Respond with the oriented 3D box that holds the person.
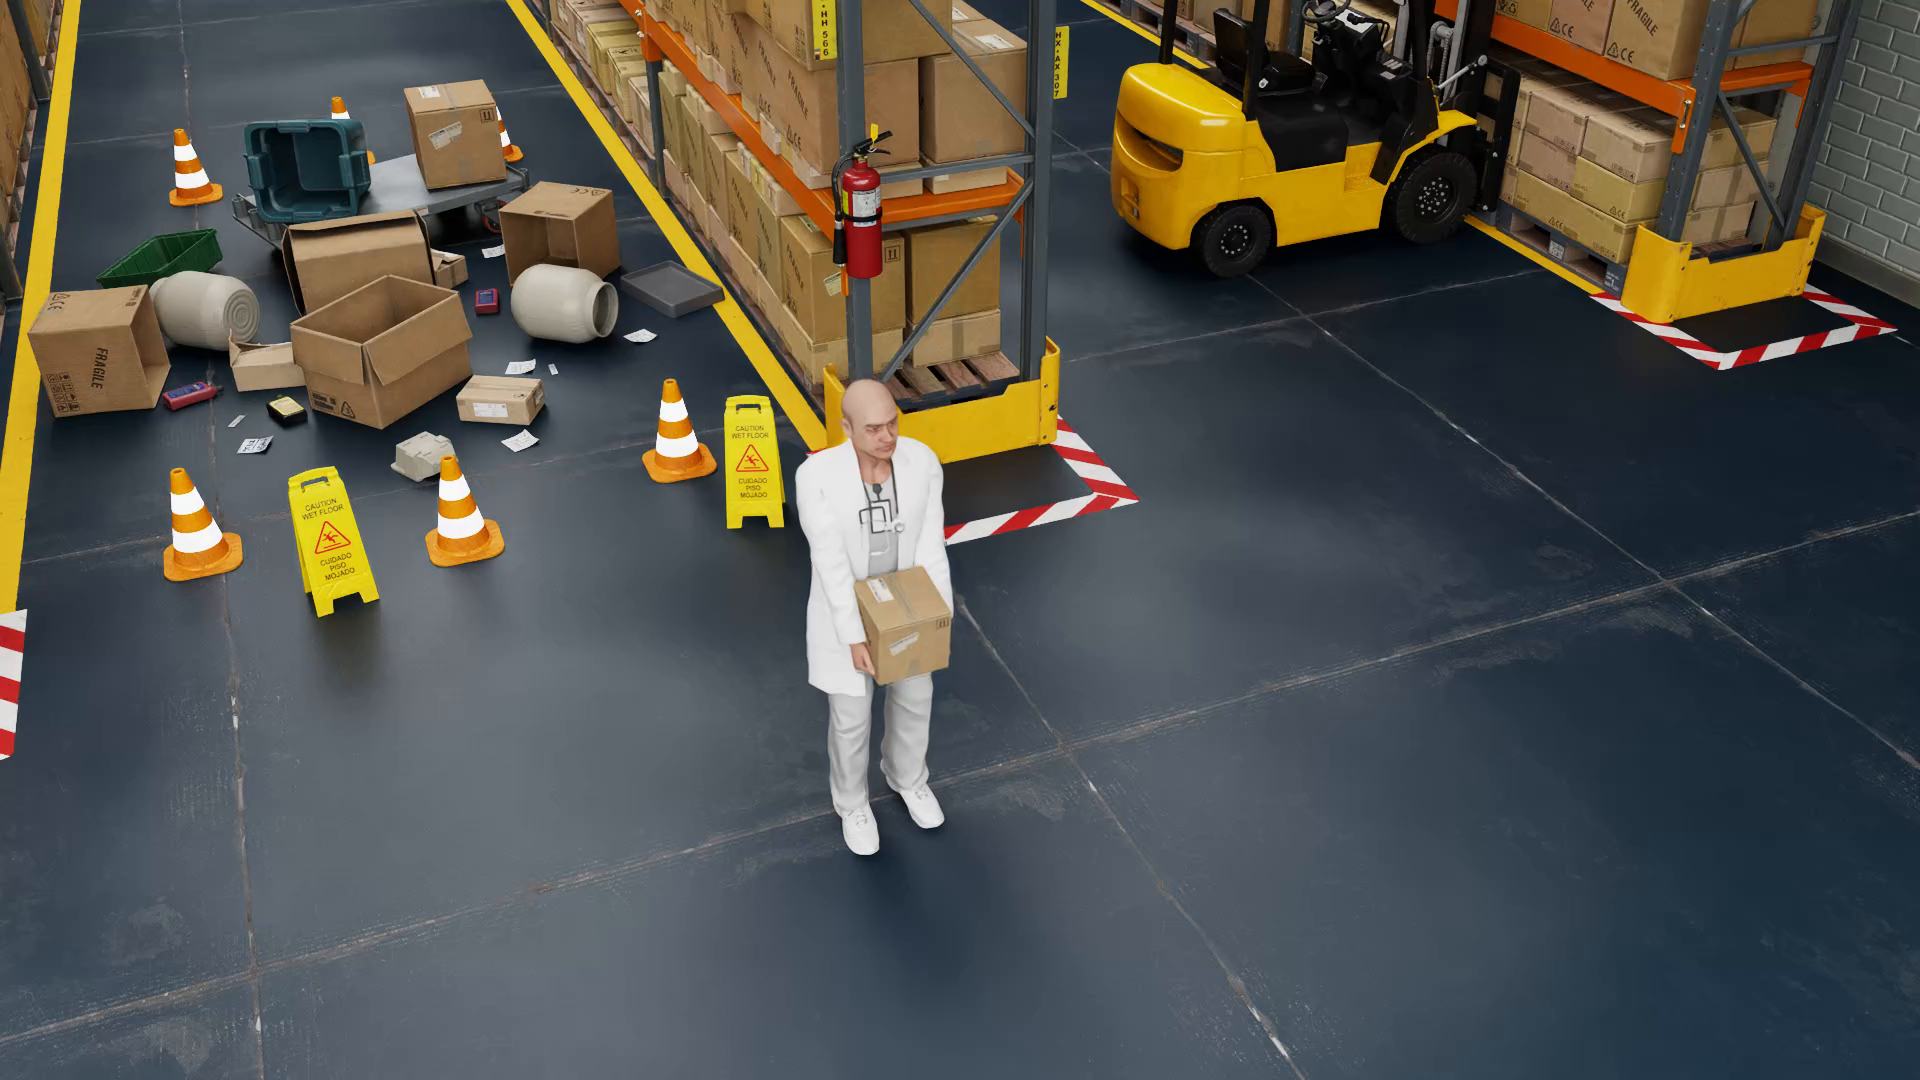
[{"bbox_3d":[-0.262,0.300,5.696,0.524,1.780,0.555,-13,35,-20],"label":"person"}]
